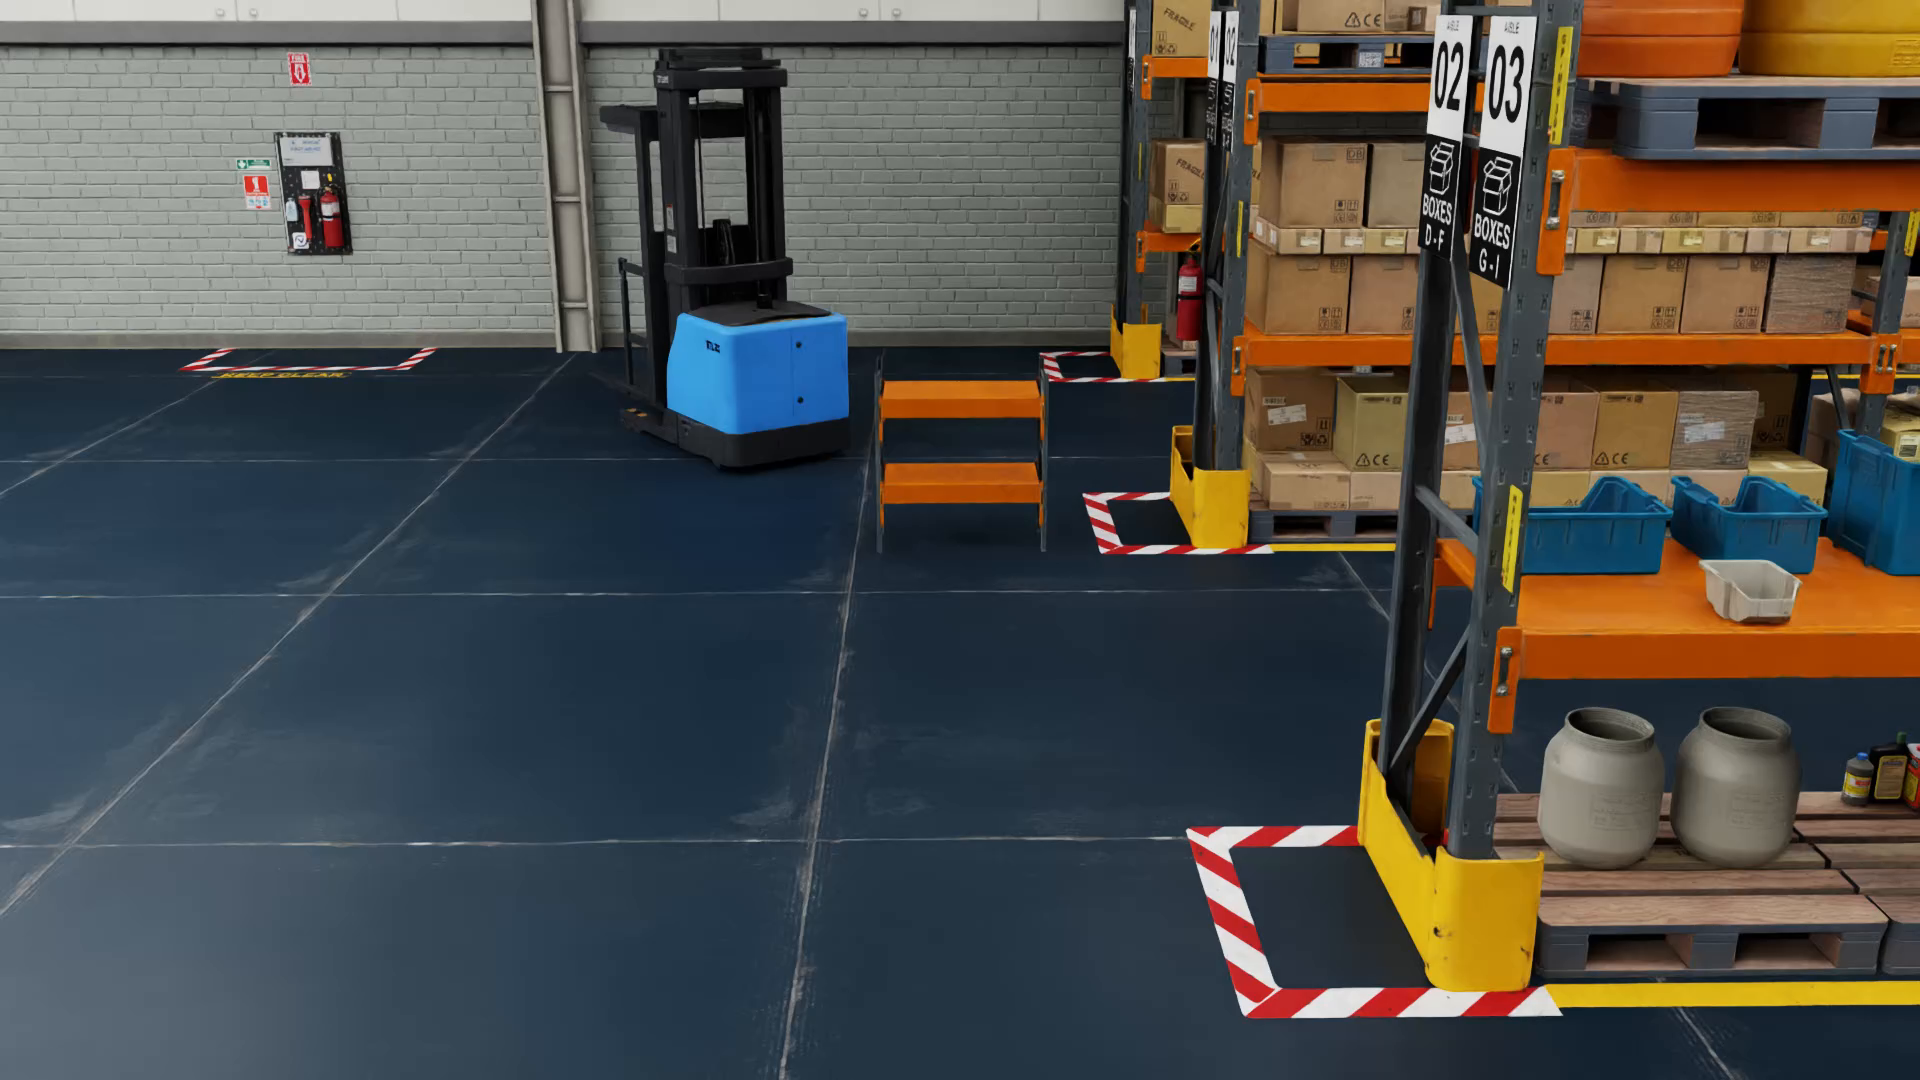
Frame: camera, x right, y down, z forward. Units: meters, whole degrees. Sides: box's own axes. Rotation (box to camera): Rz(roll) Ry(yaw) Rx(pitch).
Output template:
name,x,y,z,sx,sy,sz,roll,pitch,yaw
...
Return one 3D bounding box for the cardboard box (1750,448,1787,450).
name,x,y,z,sx,sy,sz,roll,pitch,yaw
cardboard box,5.177,-0.554,11.179,0.500,0.250,0.500,0,18,-1

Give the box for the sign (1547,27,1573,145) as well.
name,x,y,z,sx,sy,sz,roll,pitch,yaw
sign,1.725,-1.306,4.782,0.005,0.325,0.100,0,18,-1

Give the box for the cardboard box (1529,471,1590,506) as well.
name,x,y,z,sx,sy,sz,roll,pitch,yaw
cardboard box,3.685,-0.386,10.654,0.500,0.250,0.500,0,18,-1

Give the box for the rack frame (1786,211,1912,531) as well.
name,x,y,z,sx,sy,sz,roll,pitch,yaw
rack frame,5.645,-1.573,10.541,0.127,3.000,1.000,0,18,-1

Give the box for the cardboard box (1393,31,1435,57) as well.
name,x,y,z,sx,sy,sz,roll,pitch,yaw
cardboard box,4.003,-4.481,14.498,0.500,0.500,0.500,-1,18,-3

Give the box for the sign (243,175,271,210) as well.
name,x,y,z,sx,sy,sz,roll,pitch,yaw
sign,-6.775,-3.351,16.025,0.234,0.329,0.001,0,18,-1

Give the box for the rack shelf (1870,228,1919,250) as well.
name,x,y,z,sx,sy,sz,roll,pitch,yaw
rack shelf,7.563,-2.753,15.397,4.000,0.370,1.077,0,18,-1

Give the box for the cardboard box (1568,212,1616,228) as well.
name,x,y,z,sx,sy,sz,roll,pitch,yaw
cardboard box,3.696,-2.227,10.292,0.500,0.500,0.700,0,18,-1

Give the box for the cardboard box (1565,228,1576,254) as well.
name,x,y,z,sx,sy,sz,roll,pitch,yaw
cardboard box,3.579,-1.854,10.190,0.250,0.149,0.380,0,18,0

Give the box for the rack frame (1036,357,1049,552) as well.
name,x,y,z,sx,sy,sz,roll,pitch,yaw
rack frame,0.515,-0.538,10.384,0.032,1.125,0.500,0,18,-1

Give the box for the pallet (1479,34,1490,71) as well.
name,x,y,z,sx,sy,sz,roll,pitch,yaw
pallet,3.576,-2.942,10.044,1.213,0.211,1.003,0,18,-1

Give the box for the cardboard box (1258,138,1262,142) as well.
name,x,y,z,sx,sy,sz,roll,pitch,yaw
cardboard box,2.535,-3.429,15.310,0.500,0.500,0.500,0,18,0

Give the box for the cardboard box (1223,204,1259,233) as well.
name,x,y,z,sx,sy,sz,roll,pitch,yaw
cardboard box,2.576,-2.917,14.944,0.500,0.250,0.500,-1,18,-3

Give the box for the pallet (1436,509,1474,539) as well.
name,x,y,z,sx,sy,sz,roll,pitch,yaw
pallet,3.627,-0.248,10.974,1.213,0.211,1.003,0,18,-1

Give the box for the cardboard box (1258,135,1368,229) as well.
name,x,y,z,sx,sy,sz,roll,pitch,yaw
cardboard box,2.166,-2.218,10.263,0.500,0.500,0.700,0,18,-1

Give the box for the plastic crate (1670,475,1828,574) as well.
name,x,y,z,sx,sy,sz,roll,pitch,yaw
plastic crate,2.866,-0.065,6.084,0.408,0.251,0.499,0,18,-1

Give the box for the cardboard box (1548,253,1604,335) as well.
name,x,y,z,sx,sy,sz,roll,pitch,yaw
cardboard box,3.661,-1.608,10.487,0.500,0.500,0.700,0,18,1

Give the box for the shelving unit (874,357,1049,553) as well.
name,x,y,z,sx,sy,sz,roll,pitch,yaw
shelving unit,0.007,-0.536,10.376,1.048,1.125,0.538,0,18,-1

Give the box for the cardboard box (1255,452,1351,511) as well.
name,x,y,z,sx,sy,sz,roll,pitch,yaw
cardboard box,2.186,-0.379,10.633,0.500,0.250,0.500,0,18,-1

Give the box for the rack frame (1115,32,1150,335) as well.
name,x,y,z,sx,sy,sz,roll,pitch,yaw
rack frame,1.564,-3.067,15.197,0.127,3.000,1.000,0,18,-1

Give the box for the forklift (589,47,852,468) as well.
name,x,y,z,sx,sy,sz,roll,pitch,yaw
forklift,-2.063,-2.308,12.944,1.130,2.935,3.031,-12,21,-33

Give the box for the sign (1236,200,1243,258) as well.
name,x,y,z,sx,sy,sz,roll,pitch,yaw
sign,1.649,-1.834,9.808,0.005,0.325,0.100,0,18,-1

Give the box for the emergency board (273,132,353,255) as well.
name,x,y,z,sx,sy,sz,roll,pitch,yaw
emergency board,-6.221,-3.305,15.940,0.643,1.169,0.194,0,18,-1

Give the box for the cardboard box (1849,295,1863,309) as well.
name,x,y,z,sx,sy,sz,roll,pitch,yaw
cardboard box,8.327,-2.138,15.675,0.500,0.500,0.700,0,18,-1

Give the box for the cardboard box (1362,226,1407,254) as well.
name,x,y,z,sx,sy,sz,roll,pitch,yaw
cardboard box,2.555,-1.849,10.177,0.250,0.149,0.380,0,18,-1

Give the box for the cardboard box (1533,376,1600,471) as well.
name,x,y,z,sx,sy,sz,roll,pitch,yaw
cardboard box,3.685,-0.743,10.539,0.500,0.500,0.500,0,18,-1

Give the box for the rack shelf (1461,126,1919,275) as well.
name,x,y,z,sx,sy,sz,roll,pitch,yaw
rack shelf,3.720,-1.136,5.447,4.000,0.370,1.077,0,18,-1

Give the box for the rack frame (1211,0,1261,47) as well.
name,x,y,z,sx,sy,sz,roll,pitch,yaw
rack frame,1.646,-4.411,9.565,0.127,3.000,1.000,0,18,-1

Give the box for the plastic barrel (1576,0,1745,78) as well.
name,x,y,z,sx,sy,sz,roll,pitch,yaw
plastic barrel,2.204,-1.915,5.305,0.708,0.830,0.600,0,18,-1

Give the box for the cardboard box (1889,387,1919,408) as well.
name,x,y,z,sx,sy,sz,roll,pitch,yaw
cardboard box,6.566,-0.825,11.104,0.500,0.311,0.500,0,18,1

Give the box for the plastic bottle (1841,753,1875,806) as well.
name,x,y,z,sx,sy,sz,roll,pitch,yaw
plastic bottle,3.550,0.939,6.570,0.097,0.201,0.097,0,18,0

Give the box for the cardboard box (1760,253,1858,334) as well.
name,x,y,z,sx,sy,sz,roll,pitch,yaw
cardboard box,5.202,-1.617,10.513,0.500,0.500,0.700,-1,18,-2

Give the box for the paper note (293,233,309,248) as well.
name,x,y,z,sx,sy,sz,roll,pitch,yaw
paper note,-6.399,-2.906,16.138,0.142,0.148,0.016,0,18,-1

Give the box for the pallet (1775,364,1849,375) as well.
name,x,y,z,sx,sy,sz,roll,pitch,yaw
pallet,7.565,-1.769,15.718,1.213,0.211,1.003,0,18,-1

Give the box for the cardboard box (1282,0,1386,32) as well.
name,x,y,z,sx,sy,sz,roll,pitch,yaw
cardboard box,2.221,-3.300,9.926,0.637,0.503,0.797,1,18,3

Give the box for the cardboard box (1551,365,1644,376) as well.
name,x,y,z,sx,sy,sz,roll,pitch,yaw
cardboard box,4.177,-0.910,11.058,0.500,0.500,0.500,0,18,-1

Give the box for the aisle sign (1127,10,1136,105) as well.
name,x,y,z,sx,sy,sz,roll,pitch,yaw
aisle sign,1.497,-4.213,14.514,0.004,0.787,0.394,0,18,-1

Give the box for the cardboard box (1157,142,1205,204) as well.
name,x,y,z,sx,sy,sz,roll,pitch,yaw
cardboard box,2.046,-3.273,14.824,0.500,0.500,0.500,0,18,-1

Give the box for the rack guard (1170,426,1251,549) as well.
name,x,y,z,sx,sy,sz,roll,pitch,yaw
rack guard,1.622,-0.364,10.863,0.348,0.500,1.175,0,18,-1

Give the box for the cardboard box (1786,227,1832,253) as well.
name,x,y,z,sx,sy,sz,roll,pitch,yaw
cardboard box,5.130,-1.862,10.217,0.250,0.149,0.380,-1,18,-2

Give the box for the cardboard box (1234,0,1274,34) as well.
name,x,y,z,sx,sy,sz,roll,pitch,yaw
cardboard box,2.440,-4.469,14.462,0.500,0.500,0.500,1,18,3

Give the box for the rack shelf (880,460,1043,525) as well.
name,x,y,z,sx,sy,sz,roll,pitch,yaw
rack shelf,0.007,-0.303,10.451,1.000,0.278,0.538,0,18,-1

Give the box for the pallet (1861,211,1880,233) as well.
name,x,y,z,sx,sy,sz,roll,pitch,yaw
pallet,7.584,-2.992,15.278,1.213,0.211,1.003,0,18,-1

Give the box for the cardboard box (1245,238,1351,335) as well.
name,x,y,z,sx,sy,sz,roll,pitch,yaw
cardboard box,2.113,-1.600,10.461,0.500,0.500,0.700,0,18,-1

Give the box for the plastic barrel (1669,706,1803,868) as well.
name,x,y,z,sx,sy,sz,roll,pitch,yaw
plastic barrel,2.878,0.915,6.171,0.421,0.512,0.421,0,18,0

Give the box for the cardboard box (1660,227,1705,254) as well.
name,x,y,z,sx,sy,sz,roll,pitch,yaw
cardboard box,4.359,-1.859,10.205,0.250,0.149,0.380,0,18,-1

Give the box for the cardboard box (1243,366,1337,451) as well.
name,x,y,z,sx,sy,sz,roll,pitch,yaw
cardboard box,2.177,-0.895,11.014,0.500,0.500,0.500,0,18,-1

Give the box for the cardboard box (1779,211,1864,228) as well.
name,x,y,z,sx,sy,sz,roll,pitch,yaw
cardboard box,5.202,-2.235,10.315,0.500,0.500,0.700,0,18,-1

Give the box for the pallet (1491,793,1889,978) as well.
name,x,y,z,sx,sy,sz,roll,pitch,yaw
pallet,2.608,1.270,6.244,1.213,0.211,1.003,0,18,-1

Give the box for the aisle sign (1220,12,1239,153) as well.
name,x,y,z,sx,sy,sz,roll,pitch,yaw
aisle sign,1.585,-2.698,9.791,0.004,0.787,0.394,0,18,-1

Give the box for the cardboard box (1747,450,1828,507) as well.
name,x,y,z,sx,sy,sz,roll,pitch,yaw
cardboard box,5.185,-0.395,10.682,0.500,0.250,0.500,0,18,-1
